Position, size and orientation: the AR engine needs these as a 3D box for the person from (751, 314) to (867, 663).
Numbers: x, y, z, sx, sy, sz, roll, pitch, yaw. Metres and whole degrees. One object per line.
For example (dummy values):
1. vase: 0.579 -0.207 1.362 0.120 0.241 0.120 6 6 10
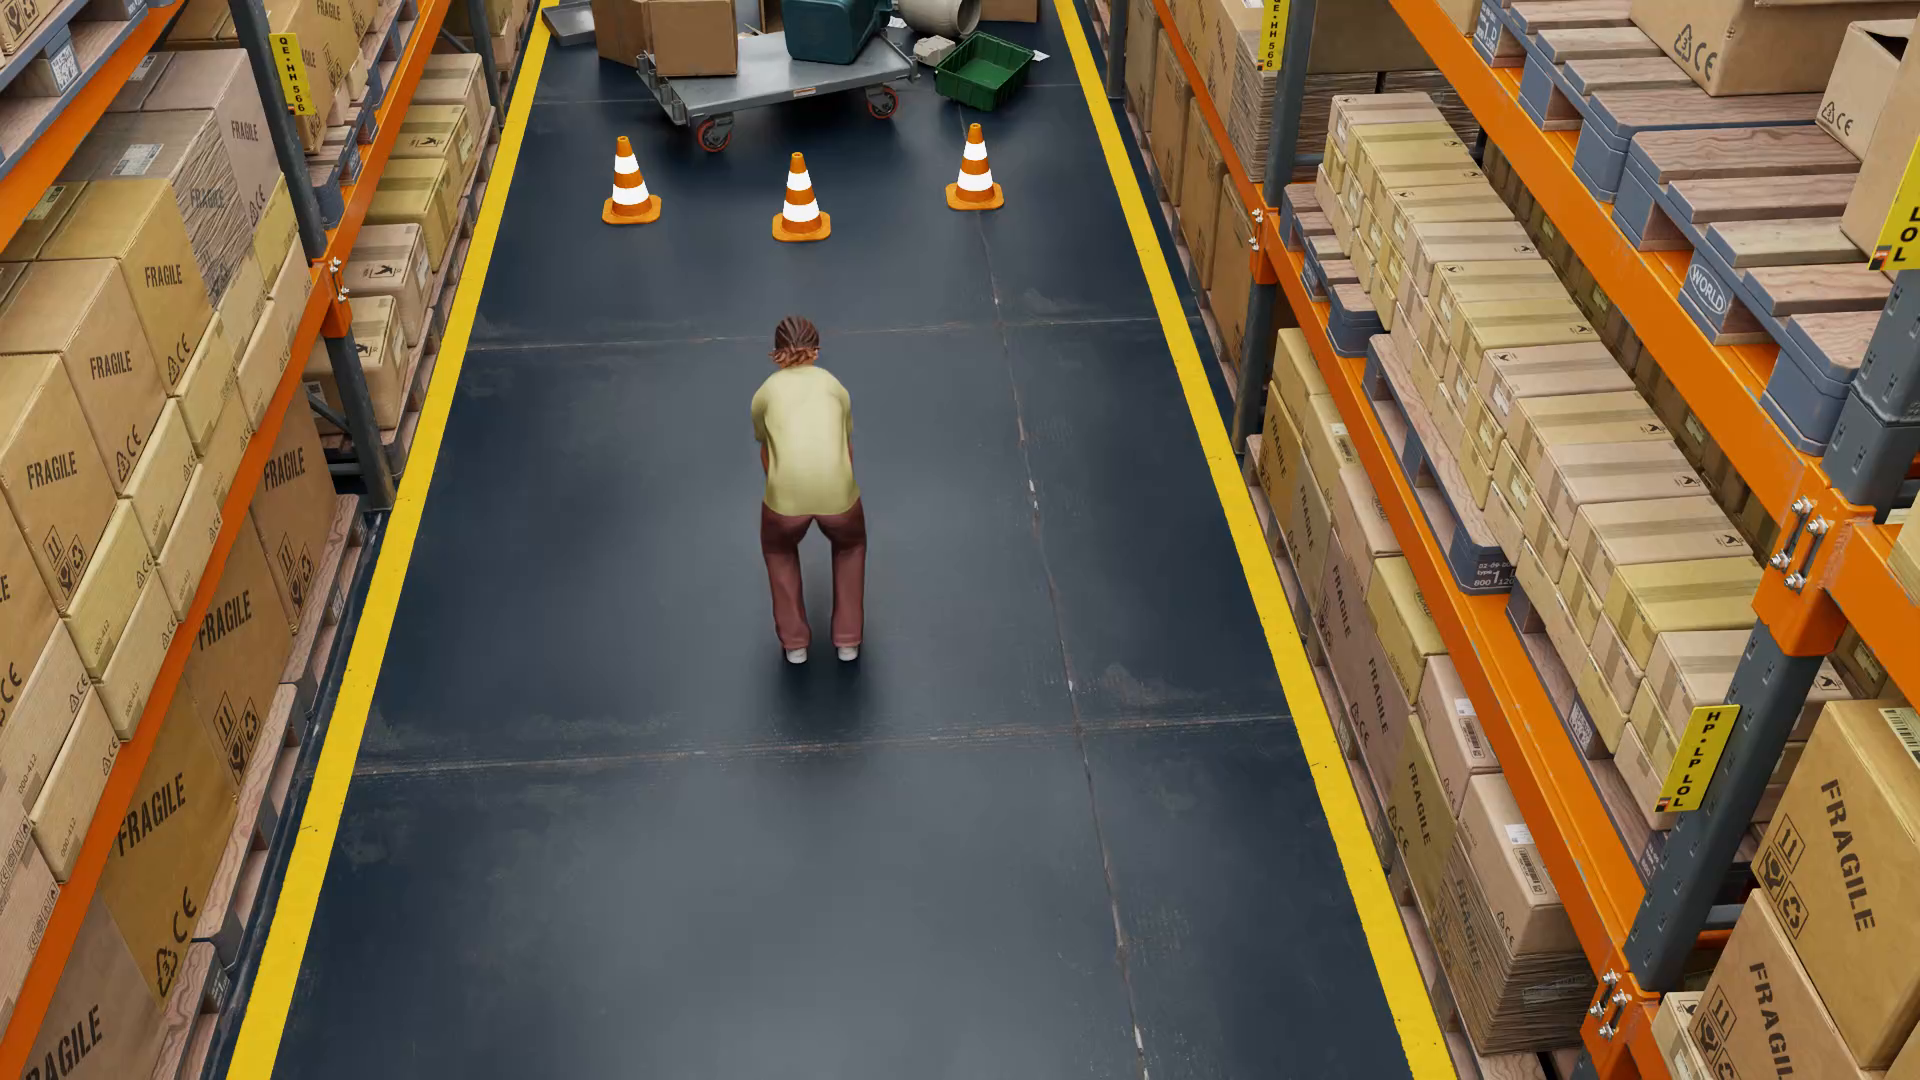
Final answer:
1. person: -0.603 -0.192 6.711 0.426 1.272 0.820 -4 39 -5
